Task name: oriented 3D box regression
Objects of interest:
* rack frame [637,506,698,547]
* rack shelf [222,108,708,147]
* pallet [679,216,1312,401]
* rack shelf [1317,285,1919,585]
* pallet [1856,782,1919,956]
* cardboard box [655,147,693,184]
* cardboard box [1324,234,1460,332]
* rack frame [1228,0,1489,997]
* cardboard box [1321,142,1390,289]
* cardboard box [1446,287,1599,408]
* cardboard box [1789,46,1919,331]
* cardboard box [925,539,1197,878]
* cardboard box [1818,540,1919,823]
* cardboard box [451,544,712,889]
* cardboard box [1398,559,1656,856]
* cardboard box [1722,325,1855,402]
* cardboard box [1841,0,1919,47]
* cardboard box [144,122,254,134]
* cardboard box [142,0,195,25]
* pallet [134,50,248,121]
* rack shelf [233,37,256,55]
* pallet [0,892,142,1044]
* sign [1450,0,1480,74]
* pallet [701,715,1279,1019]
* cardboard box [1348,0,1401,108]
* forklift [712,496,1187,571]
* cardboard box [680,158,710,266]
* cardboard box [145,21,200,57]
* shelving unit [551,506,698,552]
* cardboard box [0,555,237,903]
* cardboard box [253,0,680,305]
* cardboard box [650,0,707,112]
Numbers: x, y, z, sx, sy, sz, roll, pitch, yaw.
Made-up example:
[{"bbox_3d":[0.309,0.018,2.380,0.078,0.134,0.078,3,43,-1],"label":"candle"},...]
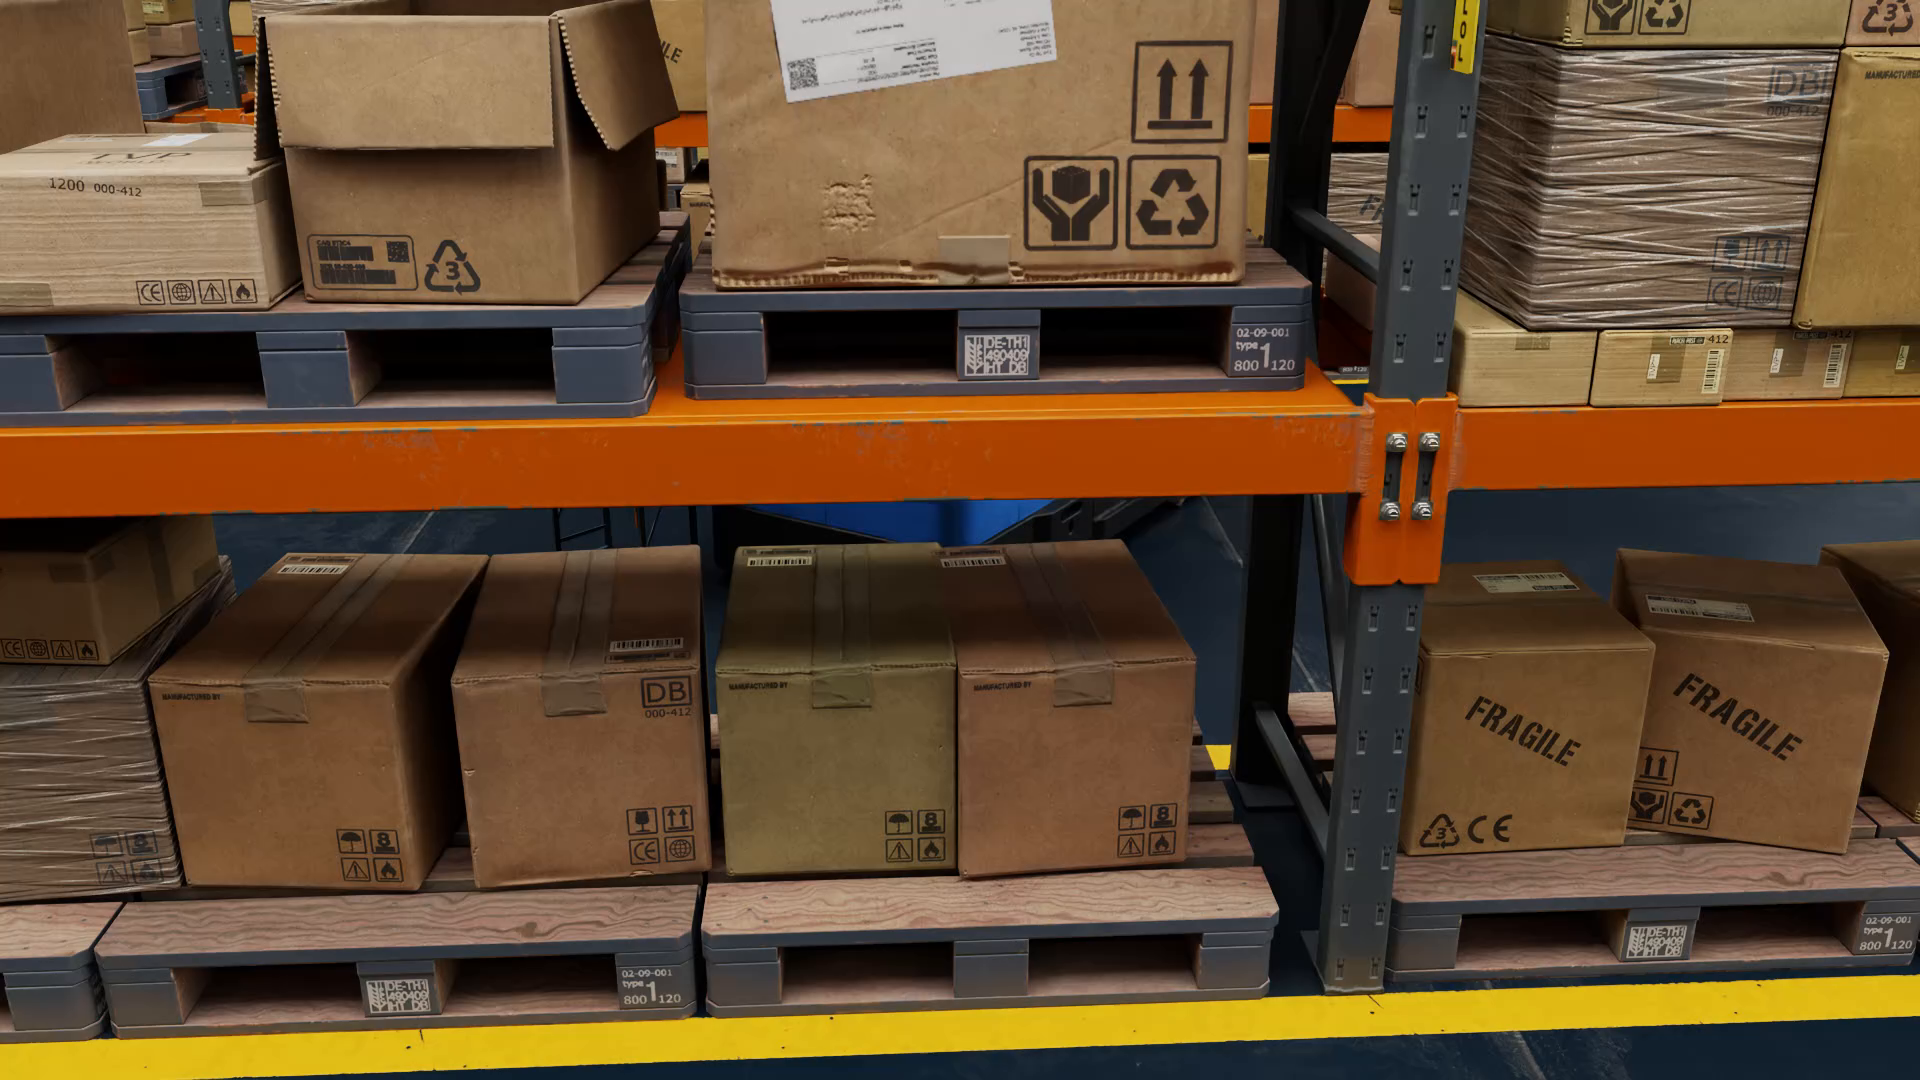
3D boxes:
[{"bbox_3d":[-0.983,-0.392,5.463,0.015,1.200,0.240,17,27,38],"label":"rack frame"},{"bbox_3d":[-1.363,-1.991,8.147,4.000,0.370,1.077,-1,21,-3],"label":"rack shelf"},{"bbox_3d":[0.044,-0.551,3.621,1.213,0.211,1.003,-1,21,-3],"label":"pallet"},{"bbox_3d":[2.812,-0.309,3.727,4.000,0.370,1.077,-1,21,-3],"label":"rack shelf"},{"bbox_3d":[2.705,0.647,4.125,1.213,0.211,1.003,-1,21,-3],"label":"pallet"},{"bbox_3d":[-2.443,-3.037,12.986,0.625,0.372,0.950,-2,21,-4],"label":"cardboard box"},{"bbox_3d":[1.014,-0.596,3.823,0.250,0.149,0.380,-1,21,-3],"label":"cardboard box"},{"bbox_3d":[0.816,-0.604,3.492,0.127,3.000,1.000,-1,21,-3],"label":"rack frame"},{"bbox_3d":[2.165,-1.579,8.449,0.875,0.875,0.875,-1,21,-3],"label":"cardboard box"},{"bbox_3d":[1.048,-0.384,3.268,0.250,0.149,0.380,-1,21,-3],"label":"cardboard box"},{"bbox_3d":[1.770,-0.775,3.382,0.500,0.500,0.875,-1,21,-3],"label":"cardboard box"},{"bbox_3d":[0.201,0.363,3.846,0.500,0.500,0.700,-3,21,-7],"label":"cardboard box"},{"bbox_3d":[2.404,0.319,3.990,0.500,0.500,0.500,-3,21,-8],"label":"cardboard box"},{"bbox_3d":[-0.834,0.378,3.808,0.500,0.500,0.700,-3,21,-8],"label":"cardboard box"},{"bbox_3d":[1.217,0.374,3.846,0.500,0.500,0.500,-2,21,-5],"label":"cardboard box"},{"bbox_3d":[1.546,-0.400,3.308,0.250,0.149,0.380,-1,21,-3],"label":"cardboard box"},{"bbox_3d":[1.779,-1.187,3.059,0.500,0.500,0.500,-1,21,-3],"label":"cardboard box"},{"bbox_3d":[-1.528,-0.786,3.569,0.258,0.266,0.396,-2,21,-5],"label":"cardboard box"},{"bbox_3d":[-3.854,-2.566,7.991,0.250,0.149,0.380,0,21,-1],"label":"cardboard box"},{"bbox_3d":[-4.065,-2.145,7.809,1.003,0.211,1.213,-1,21,-3],"label":"pallet"},{"bbox_3d":[-5.740,-3.666,12.547,4.000,0.370,1.077,-1,21,-3],"label":"rack shelf"},{"bbox_3d":[-2.398,0.765,3.815,1.213,0.211,1.003,-1,21,-3],"label":"pallet"},{"bbox_3d":[0.851,-0.948,2.769,0.005,0.325,0.100,-1,21,-3],"label":"sign"},{"bbox_3d":[0.038,0.715,3.946,1.213,0.211,1.003,-1,21,-3],"label":"pallet"},{"bbox_3d":[2.095,-2.438,8.099,0.550,0.550,0.875,-1,21,-3],"label":"cardboard box"},{"bbox_3d":[0.357,-1.580,6.152,1.130,2.935,3.031,12,24,29],"label":"forklift"},{"bbox_3d":[-0.944,-1.450,8.286,0.750,0.750,1.050,-1,21,-3],"label":"cardboard box"},{"bbox_3d":[-3.818,-2.428,8.047,0.250,0.149,0.380,-1,21,-4],"label":"cardboard box"},{"bbox_3d":[-1.166,-0.449,5.614,0.503,1.200,0.258,17,27,38],"label":"shelving unit"},{"bbox_3d":[-1.957,0.403,3.741,0.500,0.500,0.700,-3,21,-8],"label":"cardboard box"},{"bbox_3d":[-0.910,-0.781,3.221,0.637,0.503,0.797,1,21,2],"label":"cardboard box"},{"bbox_3d":[-1.388,-2.278,7.747,0.500,0.500,0.500,-1,21,-4],"label":"cardboard box"}]
